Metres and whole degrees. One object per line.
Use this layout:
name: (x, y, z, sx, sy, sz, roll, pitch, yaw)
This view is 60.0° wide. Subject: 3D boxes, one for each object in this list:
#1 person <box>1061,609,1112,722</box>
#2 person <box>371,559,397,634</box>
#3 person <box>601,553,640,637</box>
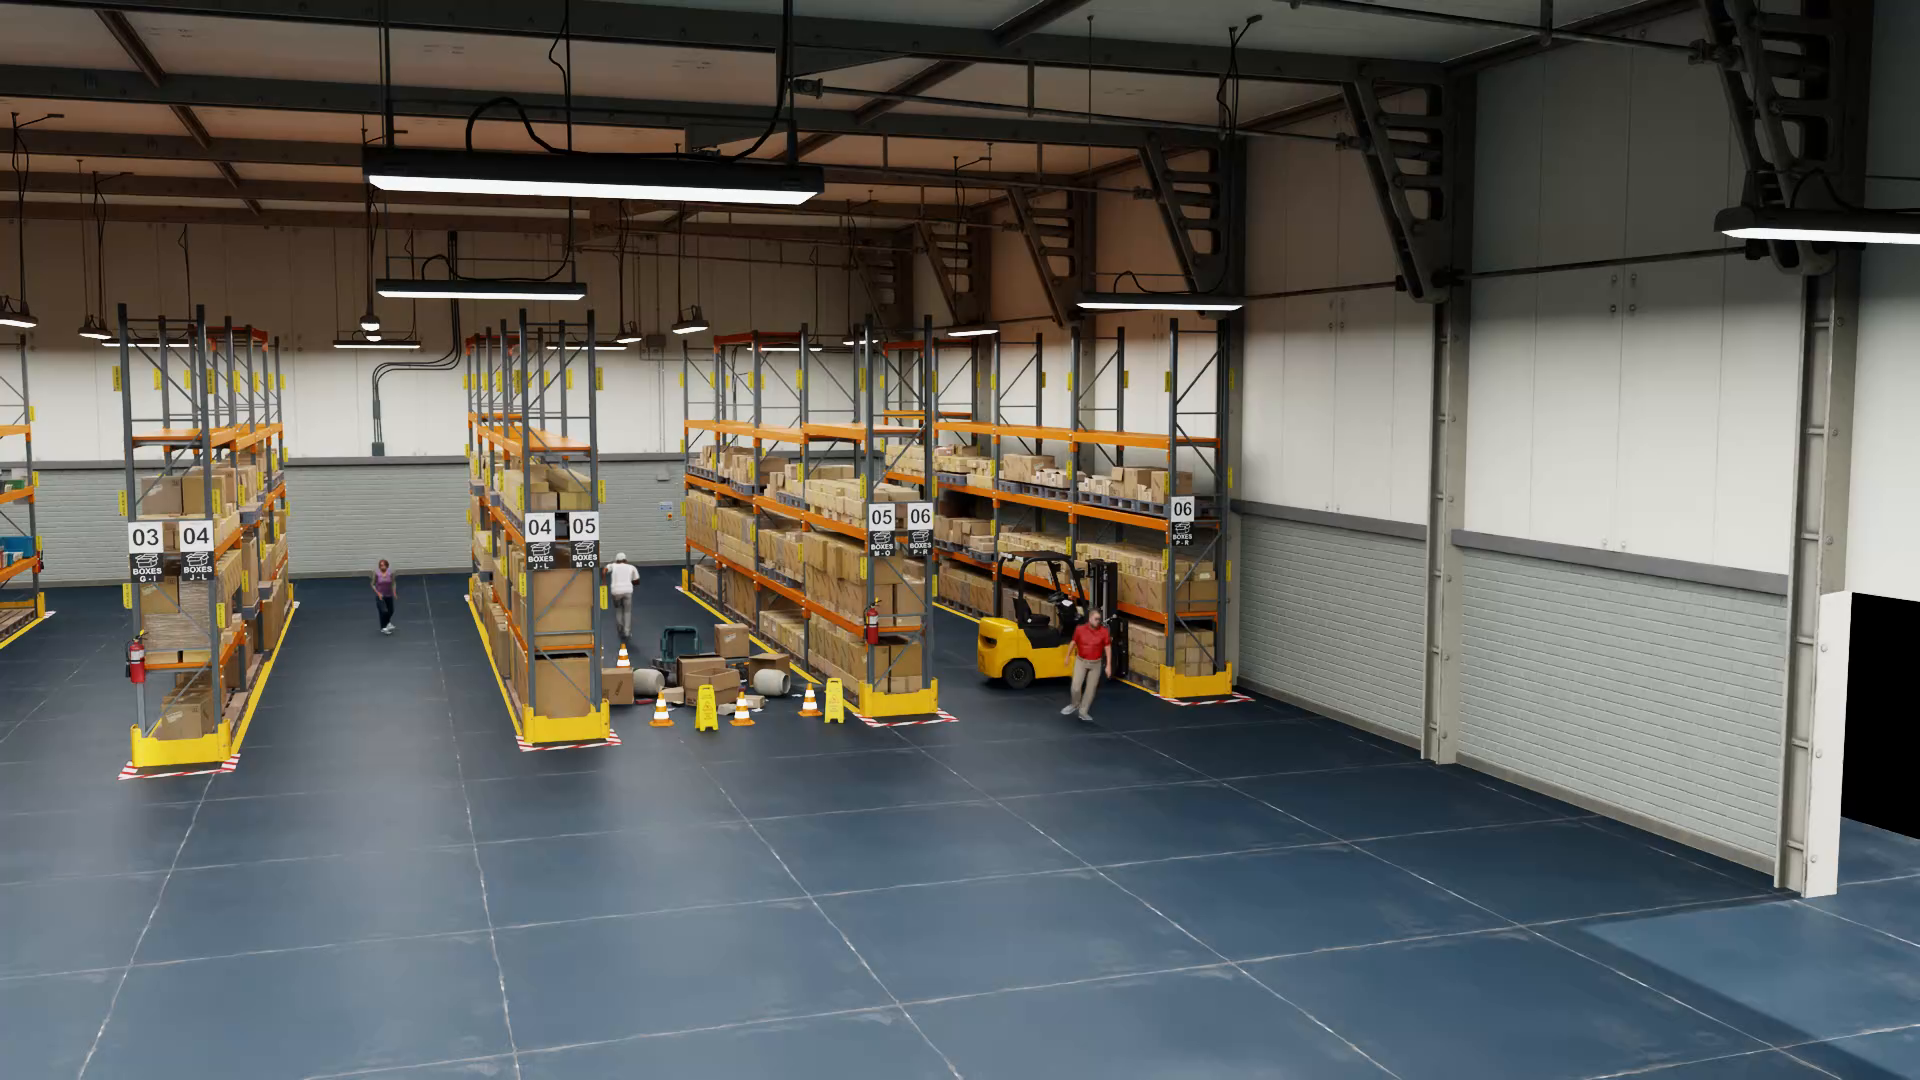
person: (1.870, 1.843, 24.559, 0.708, 1.690, 0.570, 0, 5, -4)
person: (-11.504, 1.111, 33.141, 0.514, 1.518, 0.716, -4, 7, -35)
person: (-6.625, 1.122, 32.528, 0.752, 1.693, 0.989, -2, 6, -17)
